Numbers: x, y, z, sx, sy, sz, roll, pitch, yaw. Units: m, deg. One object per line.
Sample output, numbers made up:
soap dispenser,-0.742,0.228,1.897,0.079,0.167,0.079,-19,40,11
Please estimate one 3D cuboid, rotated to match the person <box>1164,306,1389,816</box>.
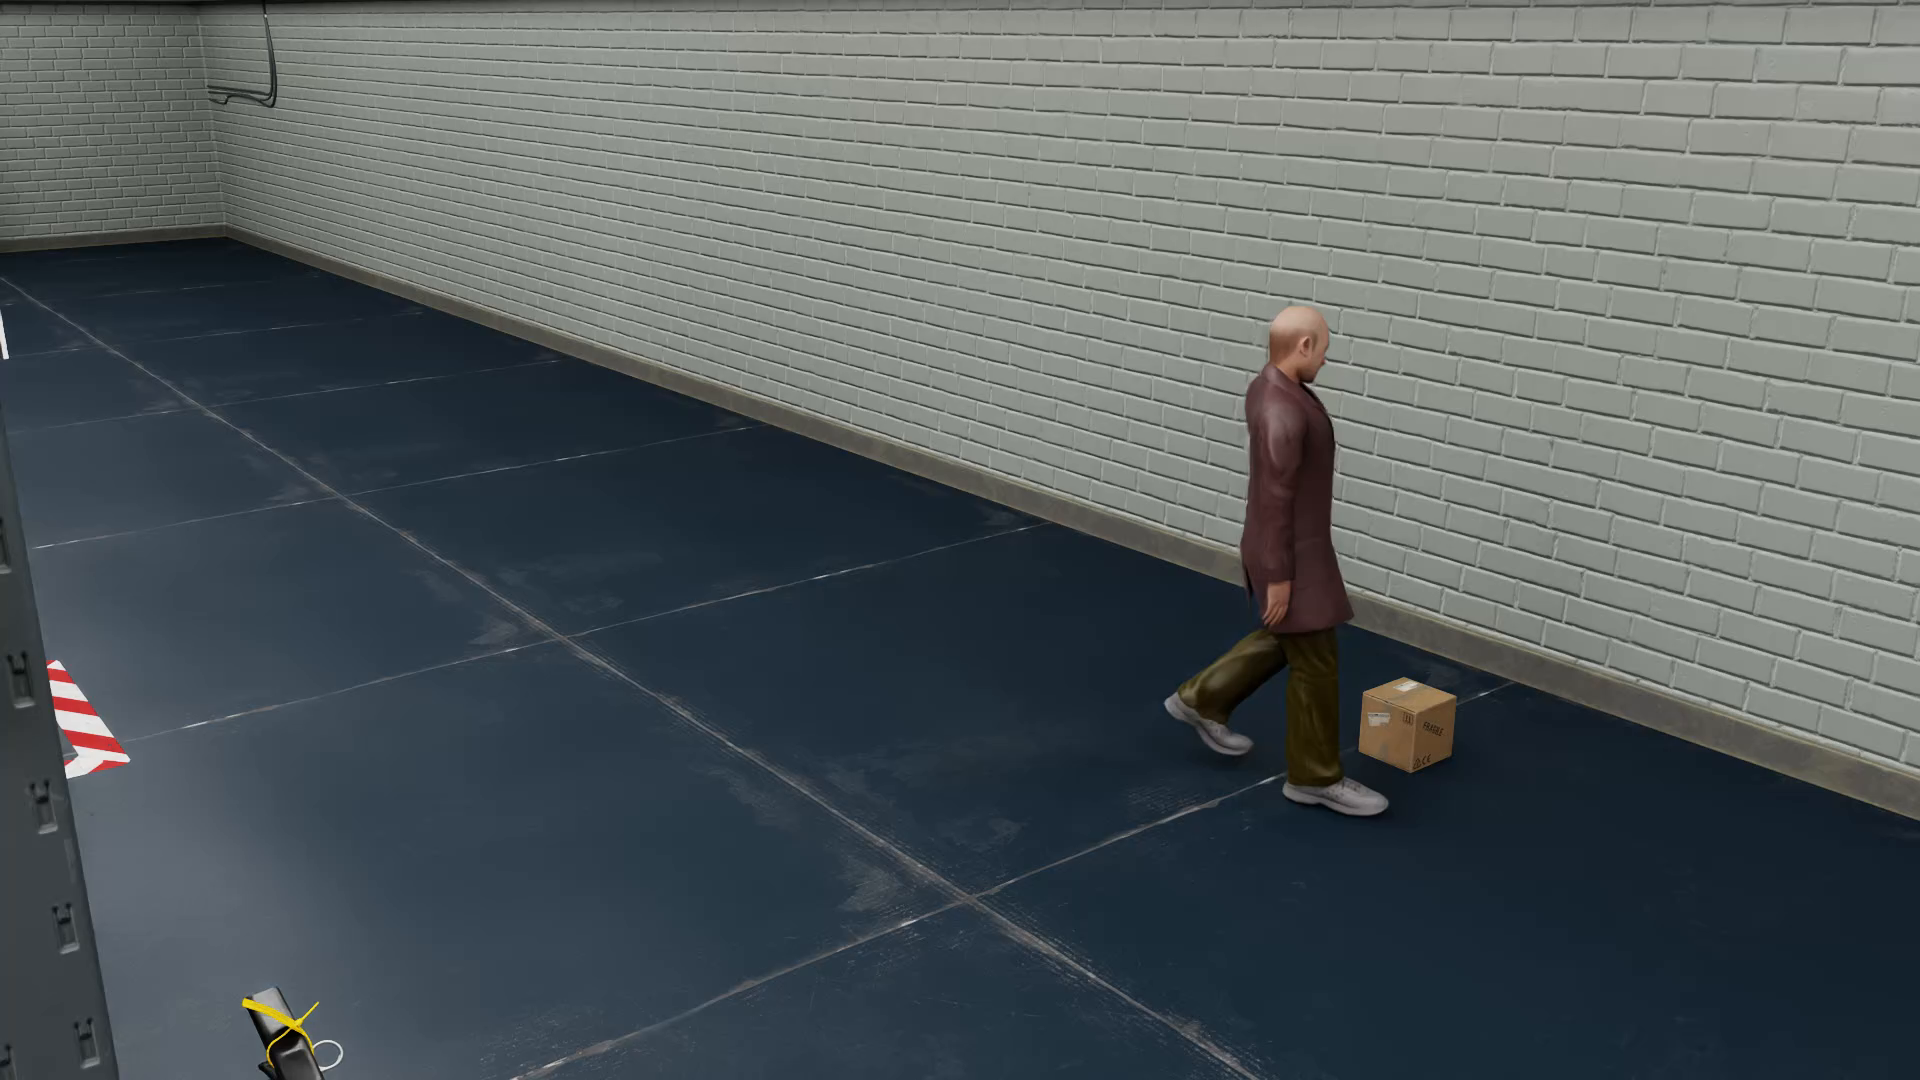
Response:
person,1.147,0.056,5.886,0.794,1.768,0.636,2,18,5
